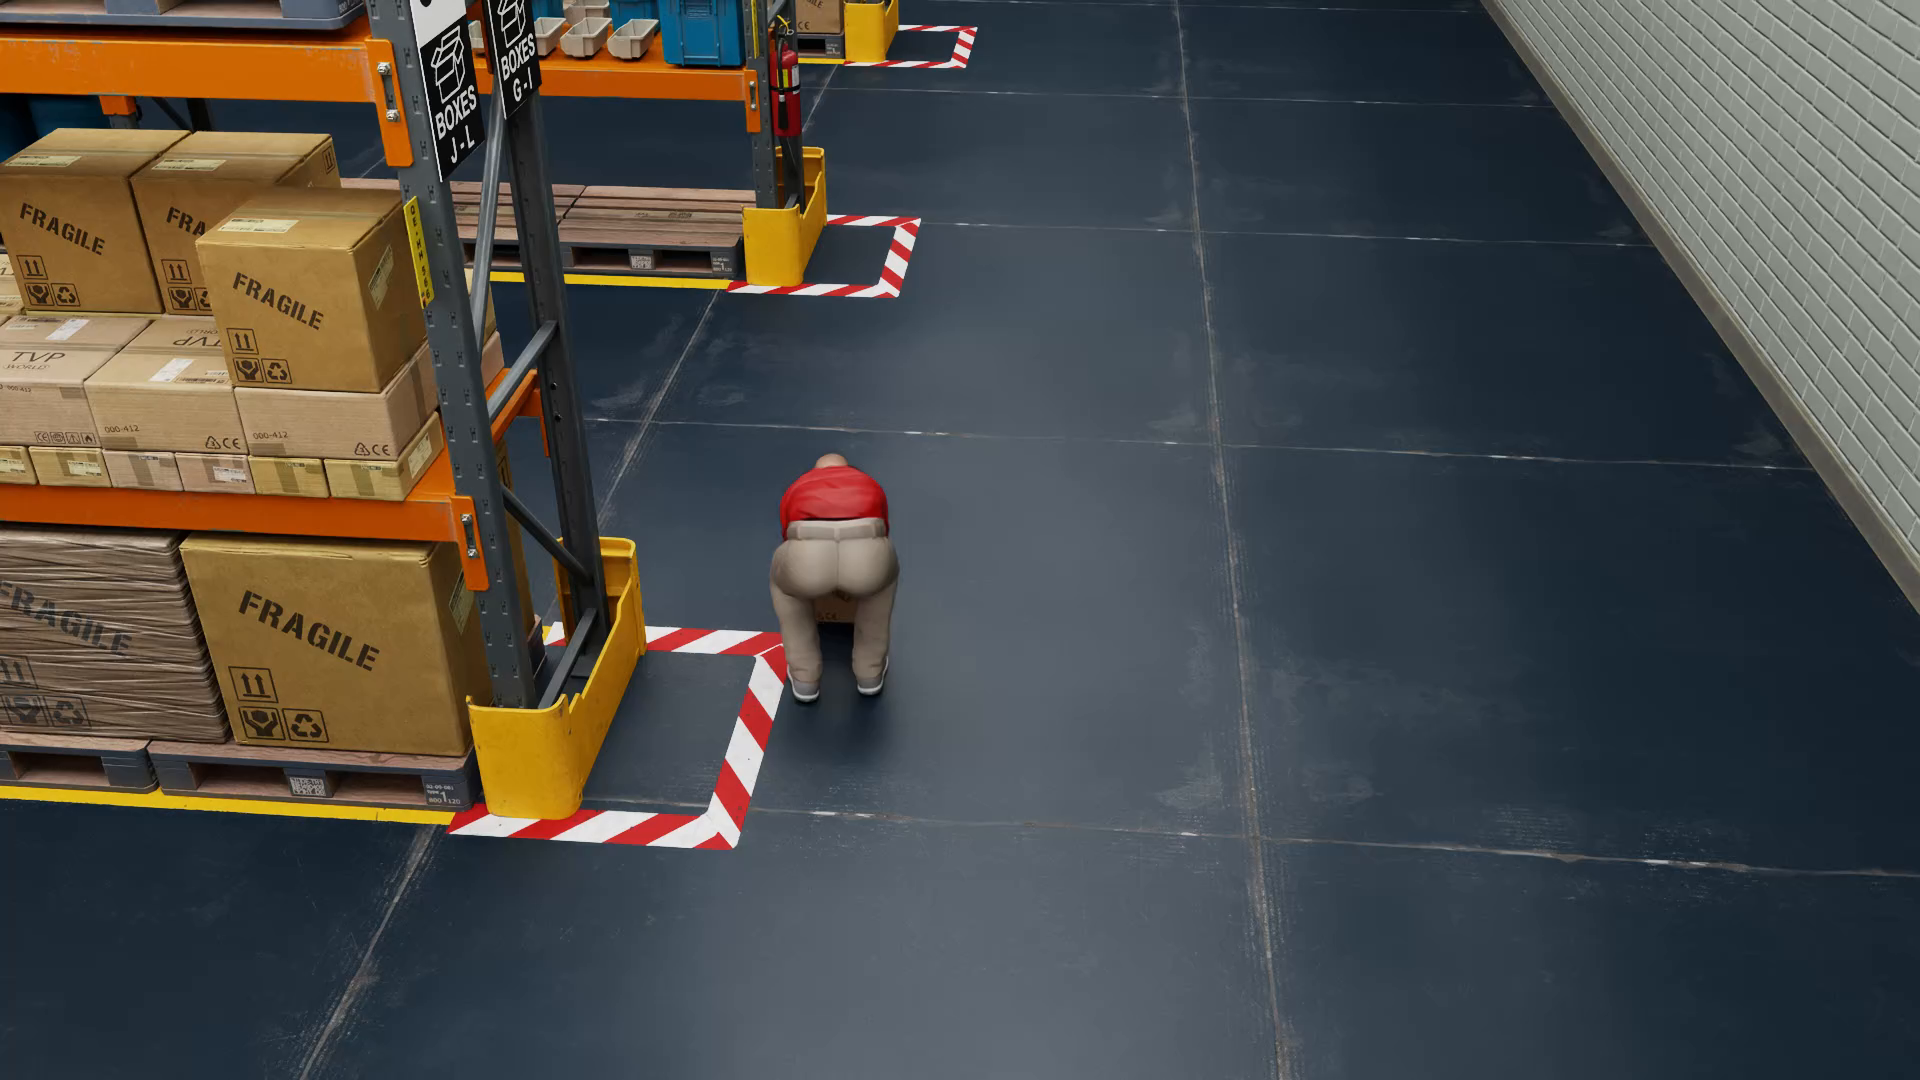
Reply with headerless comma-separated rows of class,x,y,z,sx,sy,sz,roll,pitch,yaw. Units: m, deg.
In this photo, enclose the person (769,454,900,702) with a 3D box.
person,-0.511,0.107,6.760,0.533,0.907,0.955,-3,32,-4
